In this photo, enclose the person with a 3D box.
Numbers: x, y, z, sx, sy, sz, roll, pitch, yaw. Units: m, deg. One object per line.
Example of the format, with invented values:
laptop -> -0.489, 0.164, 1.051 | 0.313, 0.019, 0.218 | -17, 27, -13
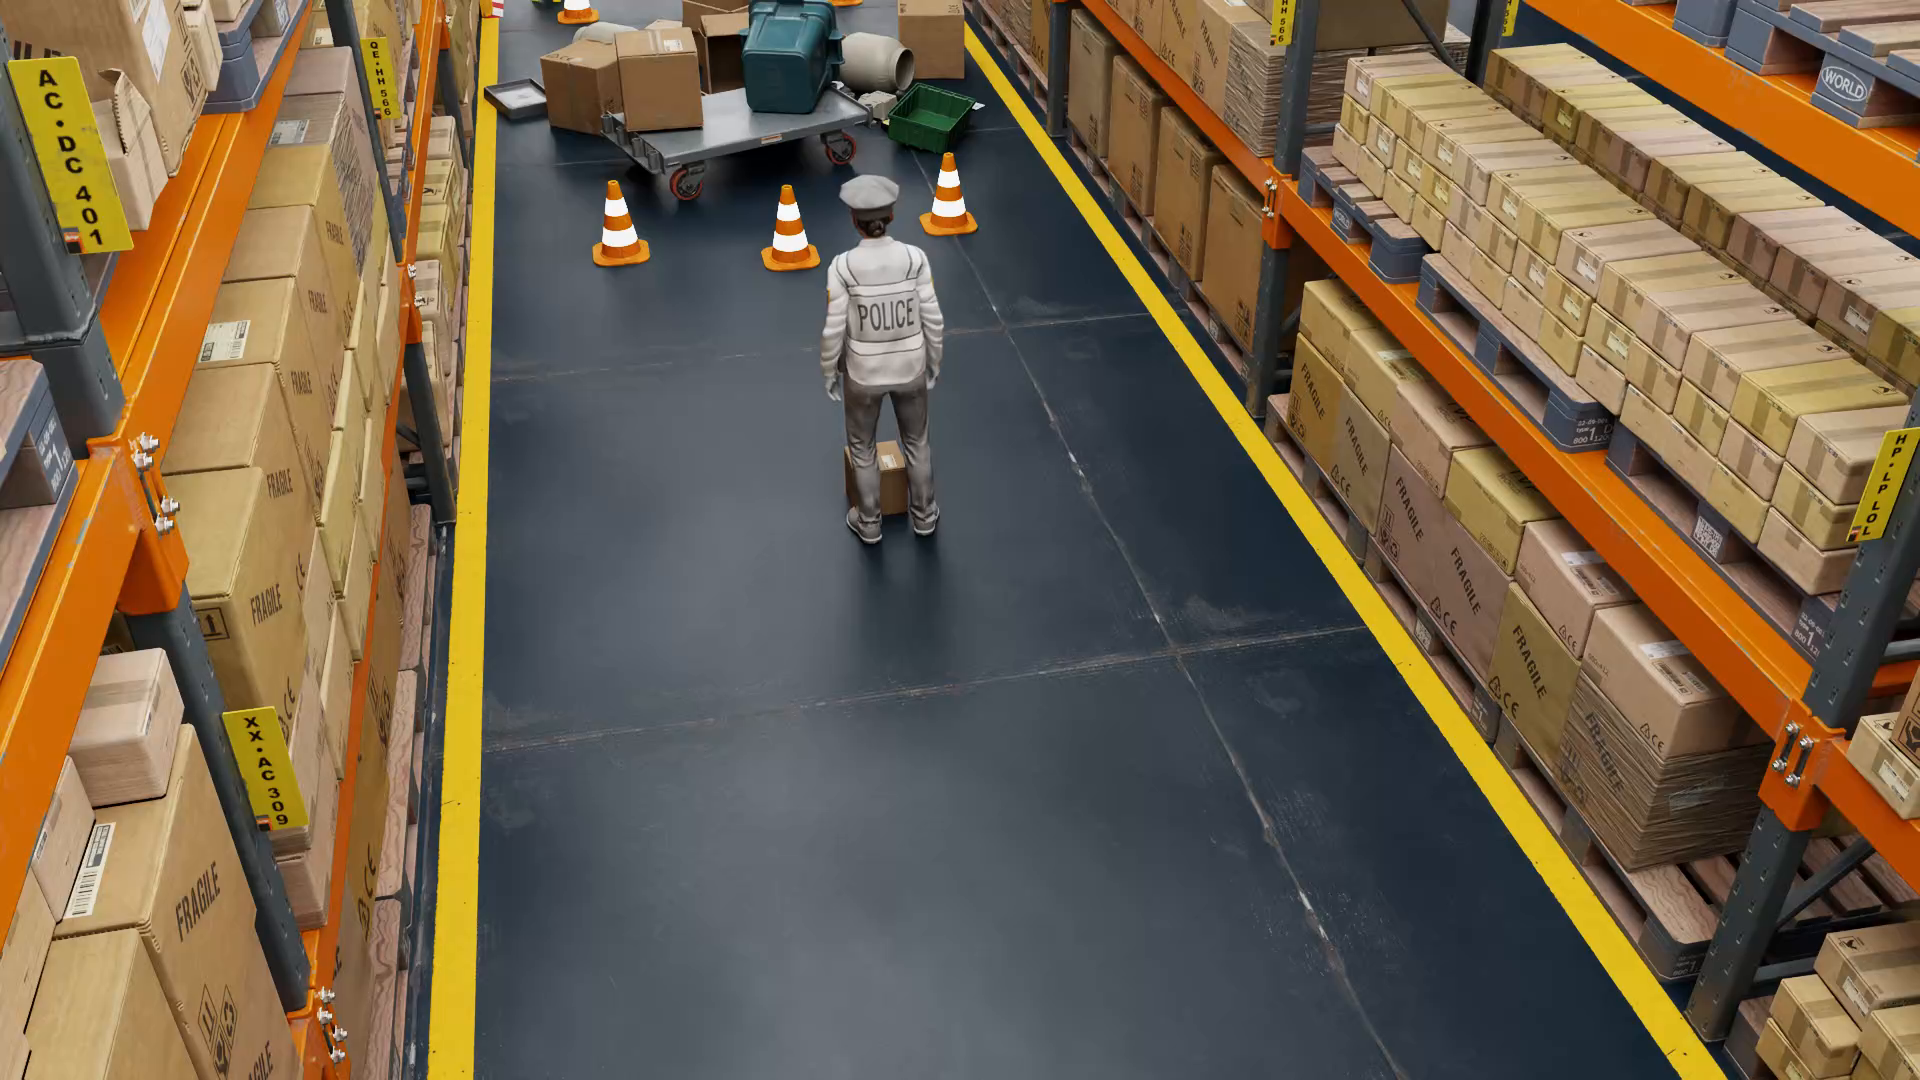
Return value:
person -> -0.335, -0.736, 7.210 | 0.533, 1.663, 0.378 | -8, 35, -11
